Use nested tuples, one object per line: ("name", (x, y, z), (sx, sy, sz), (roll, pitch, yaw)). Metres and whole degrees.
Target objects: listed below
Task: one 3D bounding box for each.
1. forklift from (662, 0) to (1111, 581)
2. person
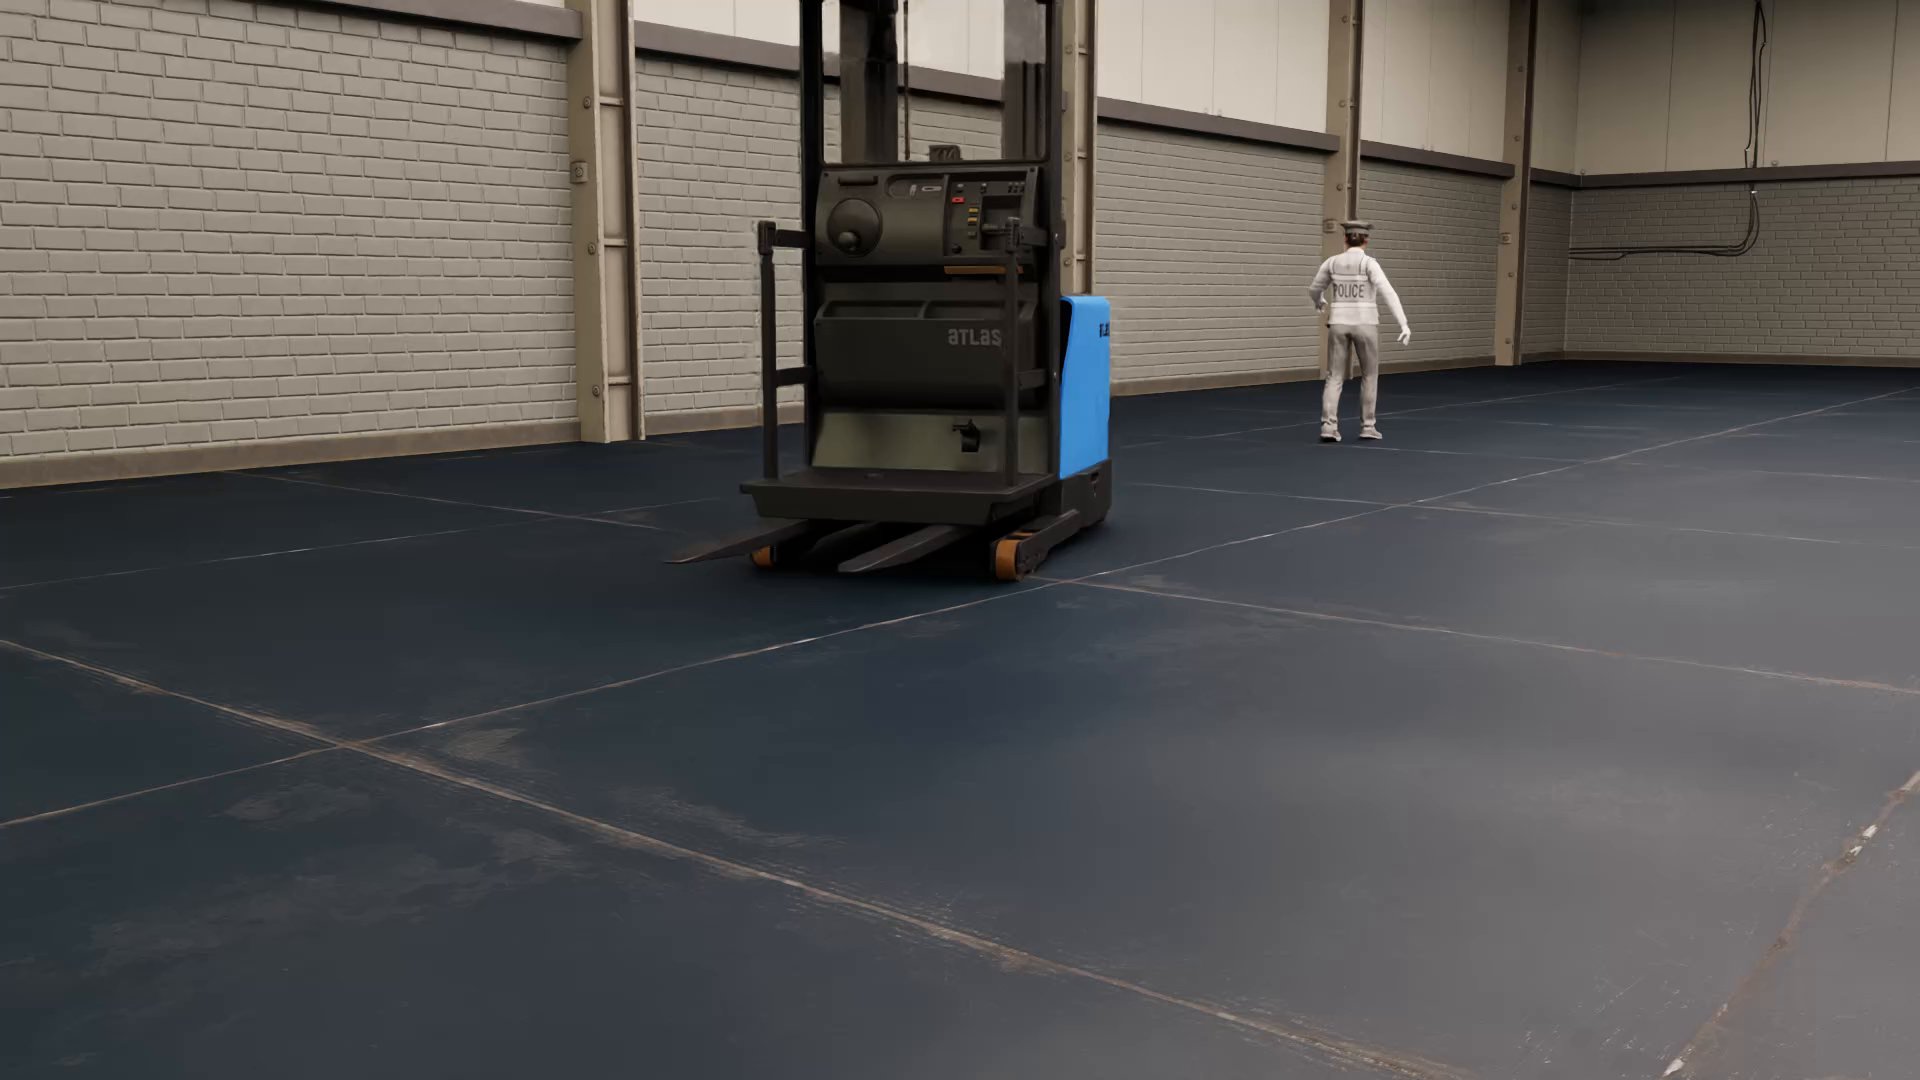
("forklift", (-0.201, -1.356, 6.546), (1.130, 2.935, 3.031), (3, 9, 17))
("person", (2.988, -1.561, 12.467), (0.890, 1.646, 0.728), (5, 10, 32))
